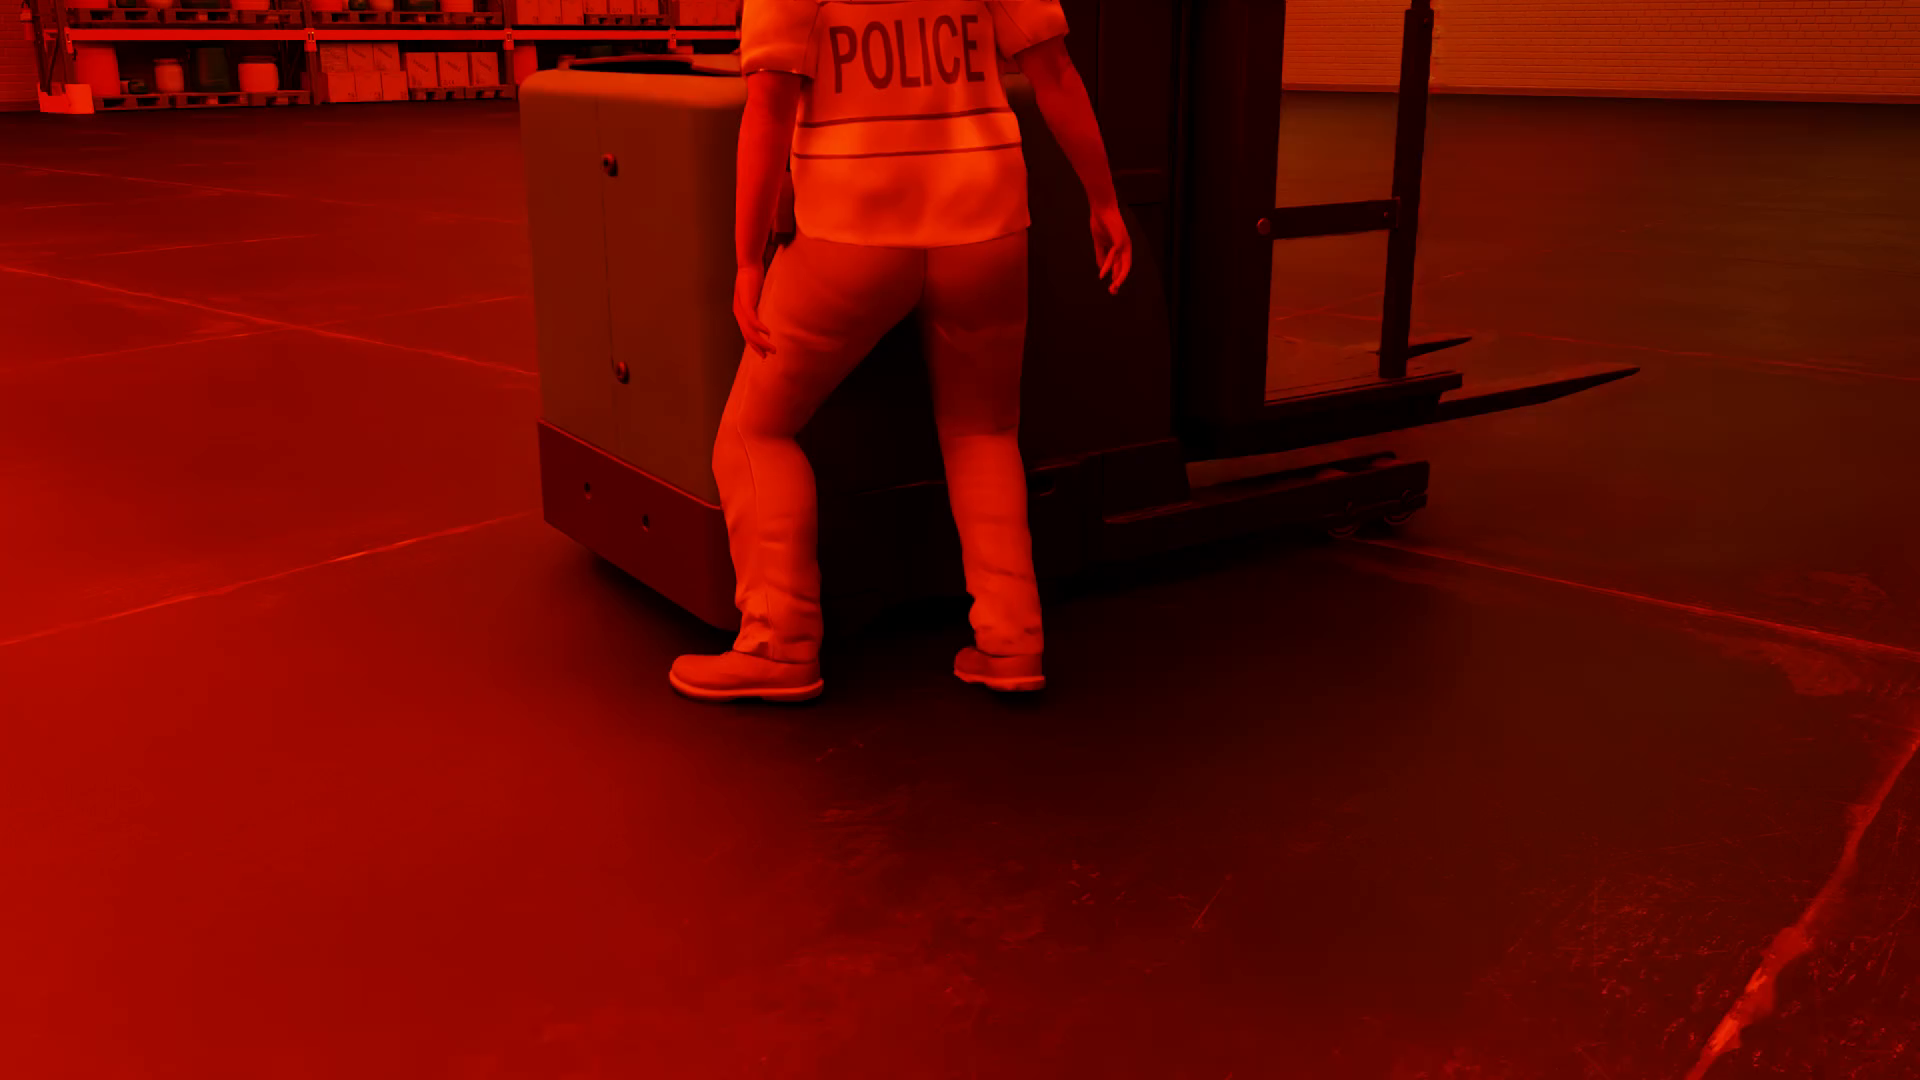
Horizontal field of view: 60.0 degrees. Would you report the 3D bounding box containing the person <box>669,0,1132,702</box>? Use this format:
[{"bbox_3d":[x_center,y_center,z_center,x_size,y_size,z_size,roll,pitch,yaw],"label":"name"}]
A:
[{"bbox_3d":[-0.118,-0.510,2.891,0.836,1.630,0.482,-5,18,-16],"label":"person"}]

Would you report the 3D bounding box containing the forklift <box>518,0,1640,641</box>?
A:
[{"bbox_3d":[0.536,-1.521,3.905,3.031,2.935,1.130,-11,20,-33],"label":"forklift"}]
